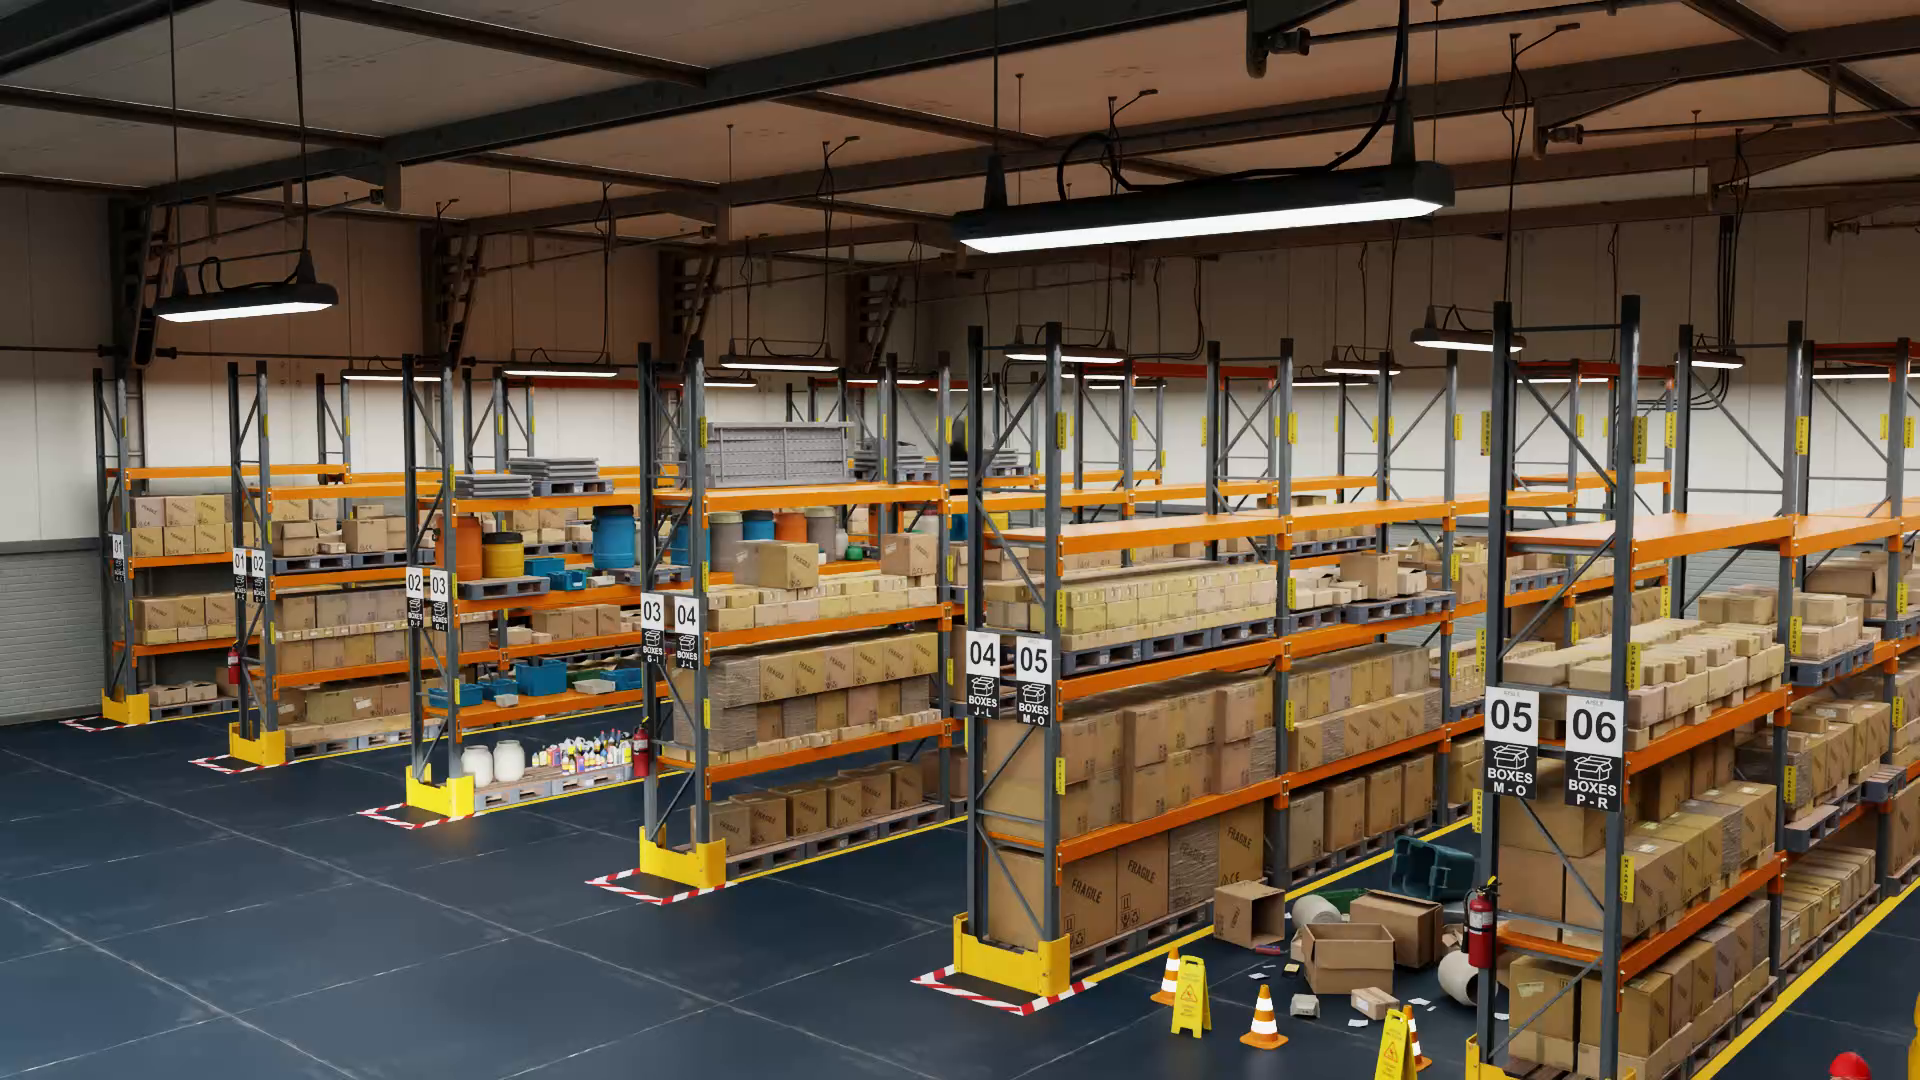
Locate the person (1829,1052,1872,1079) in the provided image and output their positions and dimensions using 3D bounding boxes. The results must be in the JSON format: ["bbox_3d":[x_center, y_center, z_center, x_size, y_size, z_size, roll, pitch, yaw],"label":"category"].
[{"bbox_3d":[4.816,3.609,9.061,0.934,1.725,0.676,-4,6,-40],"label":"person"}]

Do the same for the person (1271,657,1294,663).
[{"bbox_3d":[4.846,2.453,24.953,0.710,1.863,0.852,4,5,40],"label":"person"}]
